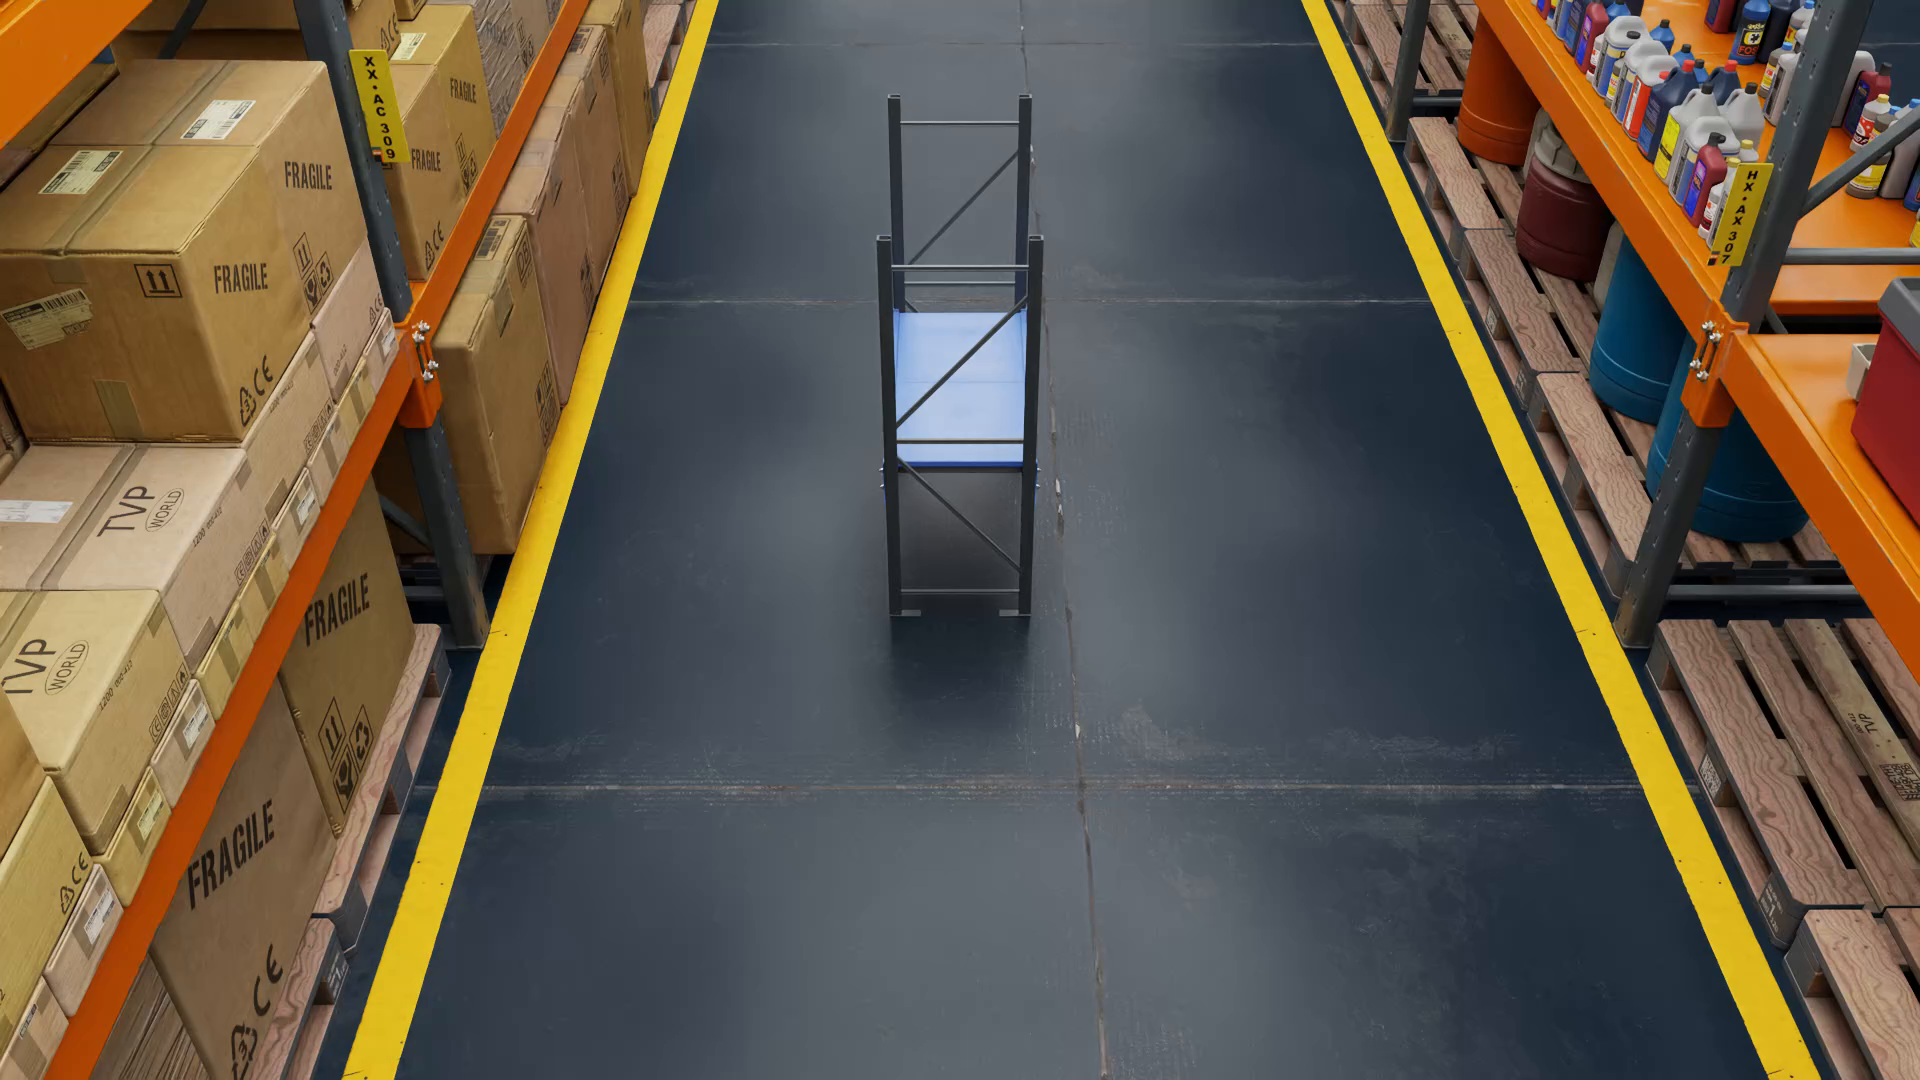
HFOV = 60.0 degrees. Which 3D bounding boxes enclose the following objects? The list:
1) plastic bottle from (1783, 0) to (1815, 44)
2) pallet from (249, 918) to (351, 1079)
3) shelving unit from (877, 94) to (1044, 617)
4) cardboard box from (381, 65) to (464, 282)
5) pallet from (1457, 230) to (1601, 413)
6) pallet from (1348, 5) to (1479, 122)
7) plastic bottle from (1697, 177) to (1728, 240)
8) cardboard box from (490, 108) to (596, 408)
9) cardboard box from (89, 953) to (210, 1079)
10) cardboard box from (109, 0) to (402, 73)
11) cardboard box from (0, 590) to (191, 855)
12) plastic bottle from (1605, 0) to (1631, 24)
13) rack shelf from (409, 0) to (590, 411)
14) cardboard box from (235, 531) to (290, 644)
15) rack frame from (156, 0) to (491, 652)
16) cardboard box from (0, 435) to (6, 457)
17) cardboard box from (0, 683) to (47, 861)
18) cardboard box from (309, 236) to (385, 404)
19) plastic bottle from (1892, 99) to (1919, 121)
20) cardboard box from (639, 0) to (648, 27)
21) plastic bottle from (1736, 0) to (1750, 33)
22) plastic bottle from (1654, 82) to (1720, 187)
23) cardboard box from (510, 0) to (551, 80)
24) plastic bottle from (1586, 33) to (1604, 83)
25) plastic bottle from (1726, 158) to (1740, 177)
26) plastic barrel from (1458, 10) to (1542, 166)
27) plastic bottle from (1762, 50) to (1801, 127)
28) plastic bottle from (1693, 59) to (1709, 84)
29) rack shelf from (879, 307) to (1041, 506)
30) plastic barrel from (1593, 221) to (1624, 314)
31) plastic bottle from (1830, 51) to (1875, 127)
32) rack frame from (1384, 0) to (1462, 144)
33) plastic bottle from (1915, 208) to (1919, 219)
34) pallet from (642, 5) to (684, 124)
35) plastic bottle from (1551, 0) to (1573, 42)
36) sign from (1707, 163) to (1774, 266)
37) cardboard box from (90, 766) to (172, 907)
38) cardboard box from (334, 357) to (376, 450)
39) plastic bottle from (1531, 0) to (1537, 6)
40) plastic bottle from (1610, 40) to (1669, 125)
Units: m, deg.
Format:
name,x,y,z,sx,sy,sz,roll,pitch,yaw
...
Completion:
name,x,y,z,sx,sy,sz,roll,pitch,yaw
plastic bottle,3.206,-1.924,6.355,0.097,0.271,0.097,0,39,0
pallet,-2.227,1.506,4.203,1.003,0.211,1.213,0,39,0
shelving unit,0.000,-0.639,5.848,0.538,1.500,1.048,0,39,0
cardboard box,-1.904,-1.150,5.206,0.500,0.500,0.500,0,39,0
pallet,2.836,-0.986,7.311,1.003,0.211,1.213,0,39,0
pallet,2.833,-2.724,9.481,1.003,0.211,1.213,0,39,0
plastic bottle,2.448,-1.068,5.343,0.097,0.201,0.097,0,39,0
cardboard box,-2.176,-1.117,6.608,1.225,0.875,0.875,-1,39,-2
cardboard box,-2.231,1.374,3.500,0.875,0.875,0.875,0,39,0
cardboard box,-2.162,-1.653,5.032,0.797,0.503,0.637,-1,39,-1
cardboard box,-1.889,0.355,3.291,0.500,0.250,0.500,-1,39,-1
plastic bottle,2.508,-1.952,6.390,0.097,0.271,0.097,0,39,0
rack shelf,-2.156,-1.793,6.664,1.077,0.370,4.000,0,39,0
cardboard box,-1.824,0.109,3.916,0.380,0.149,0.250,1,39,1
rack frame,-2.153,-0.823,4.878,1.000,3.000,0.127,0,39,0
cardboard box,-2.410,-0.240,3.433,0.500,0.500,0.500,-1,39,-1
cardboard box,-1.887,0.391,2.646,0.500,0.500,0.500,-1,39,-1
cardboard box,-1.891,-0.605,4.488,0.500,0.250,0.500,-1,39,-1
plastic bottle,3.207,-1.367,5.661,0.097,0.271,0.097,0,39,0
cardboard box,-2.192,-3.287,9.600,0.700,0.500,0.500,-3,39,-4
plastic bottle,3.163,-2.116,6.585,0.061,0.283,0.133,0,39,0
plastic bottle,2.471,-1.382,5.615,0.144,0.351,0.185,0,39,0
cardboard box,-1.911,-2.100,6.392,0.500,0.500,0.500,1,39,1
plastic bottle,2.447,-1.841,6.307,0.097,0.201,0.097,0,39,0
plastic bottle,2.509,-1.151,5.447,0.097,0.201,0.097,0,39,0
plastic barrel,2.812,-2.339,8.170,0.600,0.830,0.708,0,39,0
plastic bottle,3.027,-1.647,6.006,0.152,0.276,0.135,0,39,0
plastic bottle,2.599,-1.578,5.924,0.097,0.271,0.097,0,39,0
rack shelf,0.000,-0.498,5.960,0.538,0.185,1.000,0,39,0
plastic barrel,2.904,-1.156,6.947,0.421,0.512,0.421,0,39,0
plastic bottle,3.179,-1.647,6.006,0.152,0.276,0.135,0,39,0
rack frame,2.795,-3.328,8.004,1.000,3.000,0.127,0,39,0
plastic bottle,3.207,-1.134,5.426,0.097,0.201,0.097,0,39,0
pallet,-2.158,-2.725,9.482,1.003,0.211,1.213,0,39,0
plastic bottle,2.474,-2.142,6.623,0.152,0.276,0.135,0,39,0
sign,2.249,-0.935,4.797,0.100,0.325,0.005,0,39,0
cardboard box,-1.822,0.592,3.313,0.380,0.149,0.250,-1,39,-1
cardboard box,-1.825,-0.373,4.518,0.380,0.149,0.250,1,39,1
plastic bottle,2.446,-2.356,6.895,0.097,0.271,0.097,0,39,0
plastic bottle,2.475,-1.652,6.013,0.152,0.276,0.135,0,39,0
